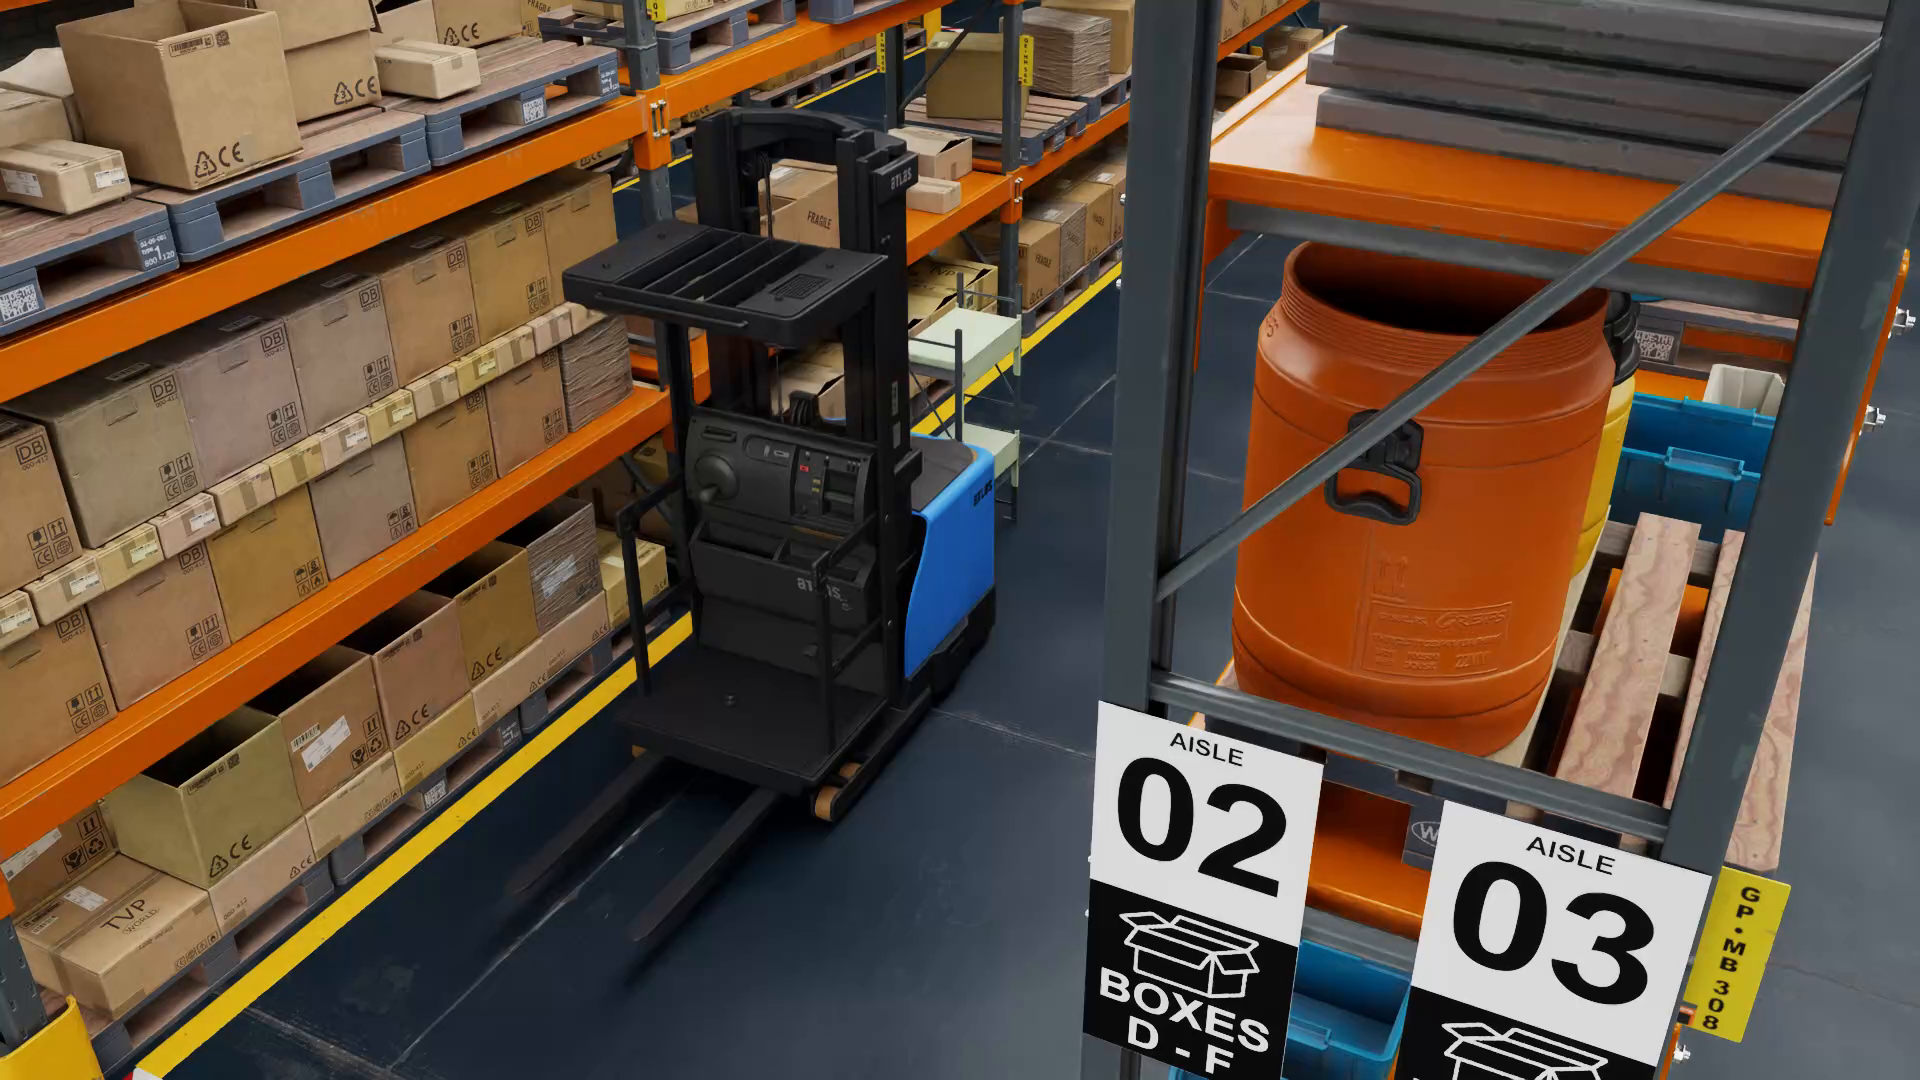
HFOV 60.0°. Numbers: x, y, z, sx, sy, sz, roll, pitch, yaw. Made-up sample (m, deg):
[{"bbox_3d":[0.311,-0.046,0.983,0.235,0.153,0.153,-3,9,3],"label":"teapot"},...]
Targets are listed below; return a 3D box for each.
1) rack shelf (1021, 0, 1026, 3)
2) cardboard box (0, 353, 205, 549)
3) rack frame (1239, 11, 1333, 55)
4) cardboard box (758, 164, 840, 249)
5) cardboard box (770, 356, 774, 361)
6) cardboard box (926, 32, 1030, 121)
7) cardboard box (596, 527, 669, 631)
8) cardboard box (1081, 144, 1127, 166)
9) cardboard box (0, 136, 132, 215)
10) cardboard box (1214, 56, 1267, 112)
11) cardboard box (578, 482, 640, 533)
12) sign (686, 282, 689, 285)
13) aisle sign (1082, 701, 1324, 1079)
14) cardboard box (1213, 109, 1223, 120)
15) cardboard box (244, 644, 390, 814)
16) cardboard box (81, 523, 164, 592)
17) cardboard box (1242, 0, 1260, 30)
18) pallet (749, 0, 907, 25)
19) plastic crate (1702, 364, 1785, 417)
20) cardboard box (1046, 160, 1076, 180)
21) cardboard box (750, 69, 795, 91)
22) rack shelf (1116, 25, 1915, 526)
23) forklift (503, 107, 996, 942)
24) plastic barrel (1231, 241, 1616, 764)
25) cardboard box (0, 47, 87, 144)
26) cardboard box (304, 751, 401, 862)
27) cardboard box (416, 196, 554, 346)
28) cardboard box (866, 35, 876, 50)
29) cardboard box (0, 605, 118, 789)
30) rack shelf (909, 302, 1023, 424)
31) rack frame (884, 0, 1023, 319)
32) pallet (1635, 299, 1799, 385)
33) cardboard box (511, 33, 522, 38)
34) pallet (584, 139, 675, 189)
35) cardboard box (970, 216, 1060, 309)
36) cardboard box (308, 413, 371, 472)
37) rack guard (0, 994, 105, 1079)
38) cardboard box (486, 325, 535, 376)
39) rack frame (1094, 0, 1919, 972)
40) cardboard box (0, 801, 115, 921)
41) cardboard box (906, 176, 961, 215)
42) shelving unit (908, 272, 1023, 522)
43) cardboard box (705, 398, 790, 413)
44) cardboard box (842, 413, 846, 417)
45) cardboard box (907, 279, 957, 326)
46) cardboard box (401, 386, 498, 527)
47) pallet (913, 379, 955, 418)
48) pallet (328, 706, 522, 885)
[{"bbox_3d":[0.859,-4.721,12.670,1.077,0.370,4.000,14,33,23],"label":"rack shelf"},{"bbox_3d":[-3.213,-0.367,5.974,0.700,0.500,0.500,13,32,22],"label":"cardboard box"},{"bbox_3d":[3.593,-6.392,17.870,1.000,3.000,0.127,14,33,23],"label":"rack frame"},{"bbox_3d":[-1.041,-1.908,9.961,0.500,0.500,0.500,14,33,23],"label":"cardboard box"},{"bbox_3d":[-1.484,-1.003,10.261,0.500,0.311,0.500,14,33,23],"label":"cardboard box"},{"bbox_3d":[0.135,-3.376,12.095,0.700,0.500,0.500,4,30,7],"label":"cardboard box"},{"bbox_3d":[-1.891,0.193,8.742,0.500,0.250,0.500,14,33,23],"label":"cardboard box"},{"bbox_3d":[1.339,-3.003,14.035,0.500,0.500,0.500,15,33,24],"label":"cardboard box"},{"bbox_3d":[-3.003,-1.216,5.533,0.380,0.149,0.250,14,33,23],"label":"cardboard box"},{"bbox_3d":[2.622,-4.561,16.746,0.797,0.503,0.637,14,33,23],"label":"cardboard box"},{"bbox_3d":[-1.943,-0.312,9.621,0.500,0.250,0.500,14,33,23],"label":"cardboard box"},{"bbox_3d":[-1.379,-1.357,8.152,0.100,0.325,0.005,14,33,23],"label":"sign"},{"bbox_3d":[0.414,0.663,2.973,0.394,0.787,0.004,14,33,23],"label":"aisle sign"},{"bbox_3d":[2.539,-4.104,16.288,0.380,0.166,0.250,14,33,23],"label":"cardboard box"},{"bbox_3d":[-2.811,0.752,7.015,0.500,0.500,0.500,14,33,23],"label":"cardboard box"},{"bbox_3d":[-3.093,0.023,5.946,0.380,0.149,0.250,14,33,23],"label":"cardboard box"},{"bbox_3d":[2.476,-5.054,15.439,0.500,0.500,0.500,15,33,24],"label":"cardboard box"},{"bbox_3d":[-0.788,-3.247,9.570,1.003,0.211,1.213,16,33,26],"label":"pallet"},{"bbox_3d":[2.163,-0.330,4.566,0.243,0.136,0.396,14,33,23],"label":"plastic crate"},{"bbox_3d":[0.635,-2.884,13.828,0.500,0.500,0.500,13,32,21],"label":"cardboard box"},{"bbox_3d":[-2.209,-5.148,17.790,0.700,0.500,0.500,15,33,24],"label":"cardboard box"},{"bbox_3d":[1.623,-1.177,3.887,1.077,0.370,4.000,14,33,23],"label":"rack shelf"},{"bbox_3d":[-0.908,-0.247,7.237,1.130,2.935,3.031,14,33,22],"label":"forklift"},{"bbox_3d":[0.820,-0.087,3.025,0.600,0.830,0.708,14,33,23],"label":"plastic barrel"},{"bbox_3d":[-3.153,-1.621,6.076,0.500,0.311,0.500,19,35,29],"label":"cardboard box"},{"bbox_3d":[-2.801,1.080,7.197,0.500,0.250,0.500,14,33,23],"label":"cardboard box"},{"bbox_3d":[-2.300,-1.256,7.522,0.700,0.500,0.500,14,33,23],"label":"cardboard box"},{"bbox_3d":[-1.277,-6.058,19.375,0.700,0.500,0.500,14,33,23],"label":"cardboard box"},{"bbox_3d":[-3.472,0.453,5.848,0.700,0.500,0.500,14,33,23],"label":"cardboard box"},{"bbox_3d":[-0.003,-0.986,9.177,0.431,0.370,0.720,14,33,23],"label":"rack shelf"},{"bbox_3d":[-0.052,-2.846,11.694,1.000,3.000,0.127,14,33,23],"label":"rack frame"},{"bbox_3d":[2.292,-0.824,5.351,1.213,0.211,1.003,14,33,23],"label":"pallet"},{"bbox_3d":[-4.014,-4.306,13.818,0.500,0.500,0.500,15,33,25],"label":"cardboard box"},{"bbox_3d":[-3.480,-3.630,15.859,1.003,0.211,1.213,14,33,23],"label":"pallet"},{"bbox_3d":[0.410,-2.090,12.445,0.500,0.500,0.500,16,33,25],"label":"cardboard box"},{"bbox_3d":[-2.625,-0.430,6.736,0.380,0.149,0.250,15,33,24],"label":"cardboard box"},{"bbox_3d":[-3.707,1.795,6.122,1.175,0.500,0.348,14,33,23],"label":"rack guard"},{"bbox_3d":[-2.157,-0.886,7.528,0.380,0.149,0.250,14,33,23],"label":"cardboard box"},{"bbox_3d":[0.712,-0.776,2.064,1.000,3.000,0.127,14,33,23],"label":"rack frame"},{"bbox_3d":[-3.717,1.080,6.443,0.500,0.500,0.500,14,33,23],"label":"cardboard box"},{"bbox_3d":[-0.216,-2.276,10.953,0.380,0.149,0.250,14,33,23],"label":"cardboard box"},{"bbox_3d":[-0.003,-0.647,9.371,0.431,1.500,0.755,14,33,23],"label":"shelving unit"},{"bbox_3d":[-1.231,-0.653,9.651,0.500,0.311,0.500,14,33,23],"label":"cardboard box"},{"bbox_3d":[-1.002,-0.642,10.194,0.500,0.250,0.500,13,32,22],"label":"cardboard box"},{"bbox_3d":[-0.302,-1.559,11.229,0.500,0.311,0.500,14,33,23],"label":"cardboard box"},{"bbox_3d":[-2.537,-0.461,7.440,0.700,0.500,0.500,15,33,24],"label":"cardboard box"},{"bbox_3d":[-0.462,-1.281,11.768,1.003,0.211,1.213,14,33,23],"label":"pallet"},{"bbox_3d":[-2.828,1.022,7.757,1.003,0.211,1.213,14,33,23],"label":"pallet"}]
